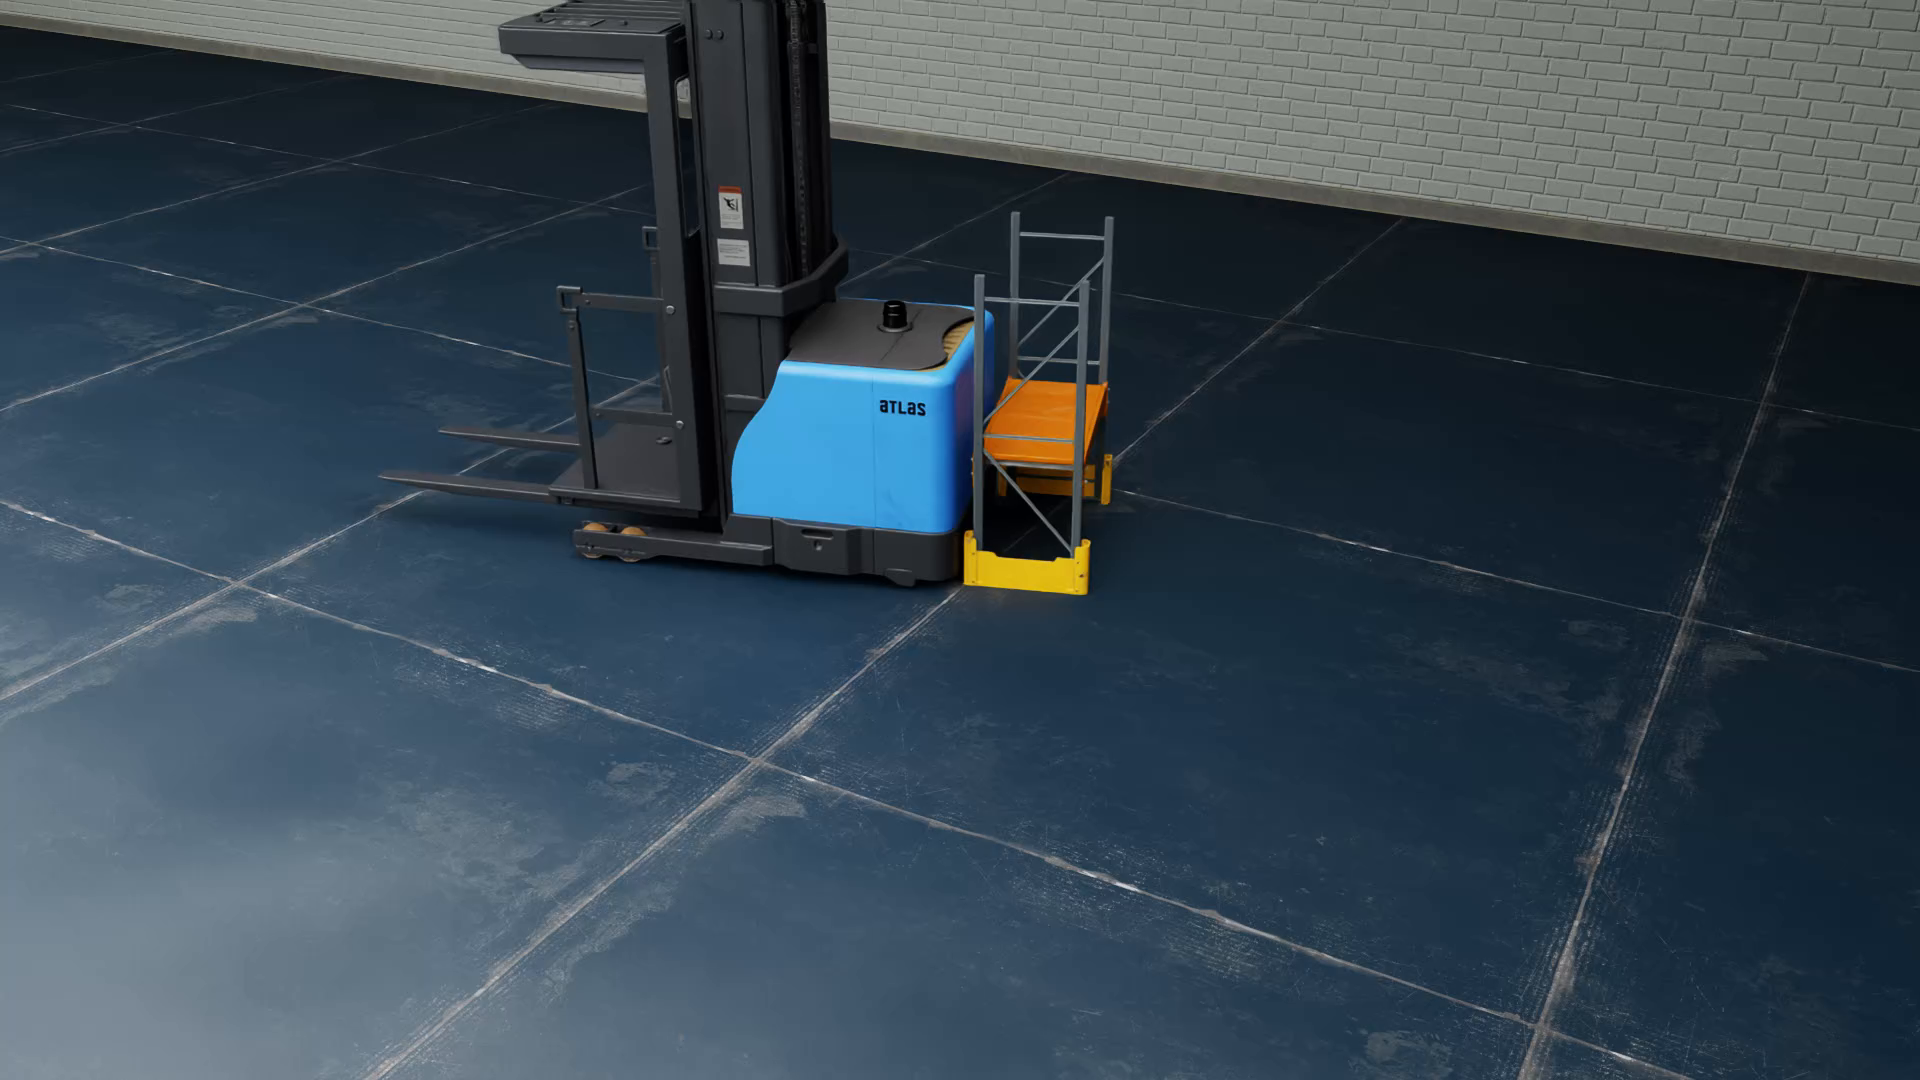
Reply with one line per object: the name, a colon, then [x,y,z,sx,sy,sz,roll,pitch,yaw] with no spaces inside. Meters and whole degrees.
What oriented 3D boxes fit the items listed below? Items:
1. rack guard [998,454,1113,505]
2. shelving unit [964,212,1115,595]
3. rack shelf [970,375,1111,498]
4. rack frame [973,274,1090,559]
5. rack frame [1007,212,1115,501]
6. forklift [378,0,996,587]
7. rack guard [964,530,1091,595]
rack guard: [0.492,-0.333,8.636,0.587,0.250,0.087,5,27,9]
shelving unit: [0.401,-0.673,7.918,0.587,1.500,1.083,5,27,9]
rack shelf: [0.403,-0.516,8.007,0.538,0.185,1.000,5,27,9]
rack frame: [0.310,-0.453,7.479,0.500,1.500,0.032,5,27,9]
rack frame: [0.496,-0.900,8.373,0.500,1.500,0.032,5,27,9]
forklift: [-1.391,-1.425,7.823,3.031,2.935,1.130,6,27,11]
rack guard: [0.310,0.105,7.760,0.587,0.250,0.087,5,27,9]
